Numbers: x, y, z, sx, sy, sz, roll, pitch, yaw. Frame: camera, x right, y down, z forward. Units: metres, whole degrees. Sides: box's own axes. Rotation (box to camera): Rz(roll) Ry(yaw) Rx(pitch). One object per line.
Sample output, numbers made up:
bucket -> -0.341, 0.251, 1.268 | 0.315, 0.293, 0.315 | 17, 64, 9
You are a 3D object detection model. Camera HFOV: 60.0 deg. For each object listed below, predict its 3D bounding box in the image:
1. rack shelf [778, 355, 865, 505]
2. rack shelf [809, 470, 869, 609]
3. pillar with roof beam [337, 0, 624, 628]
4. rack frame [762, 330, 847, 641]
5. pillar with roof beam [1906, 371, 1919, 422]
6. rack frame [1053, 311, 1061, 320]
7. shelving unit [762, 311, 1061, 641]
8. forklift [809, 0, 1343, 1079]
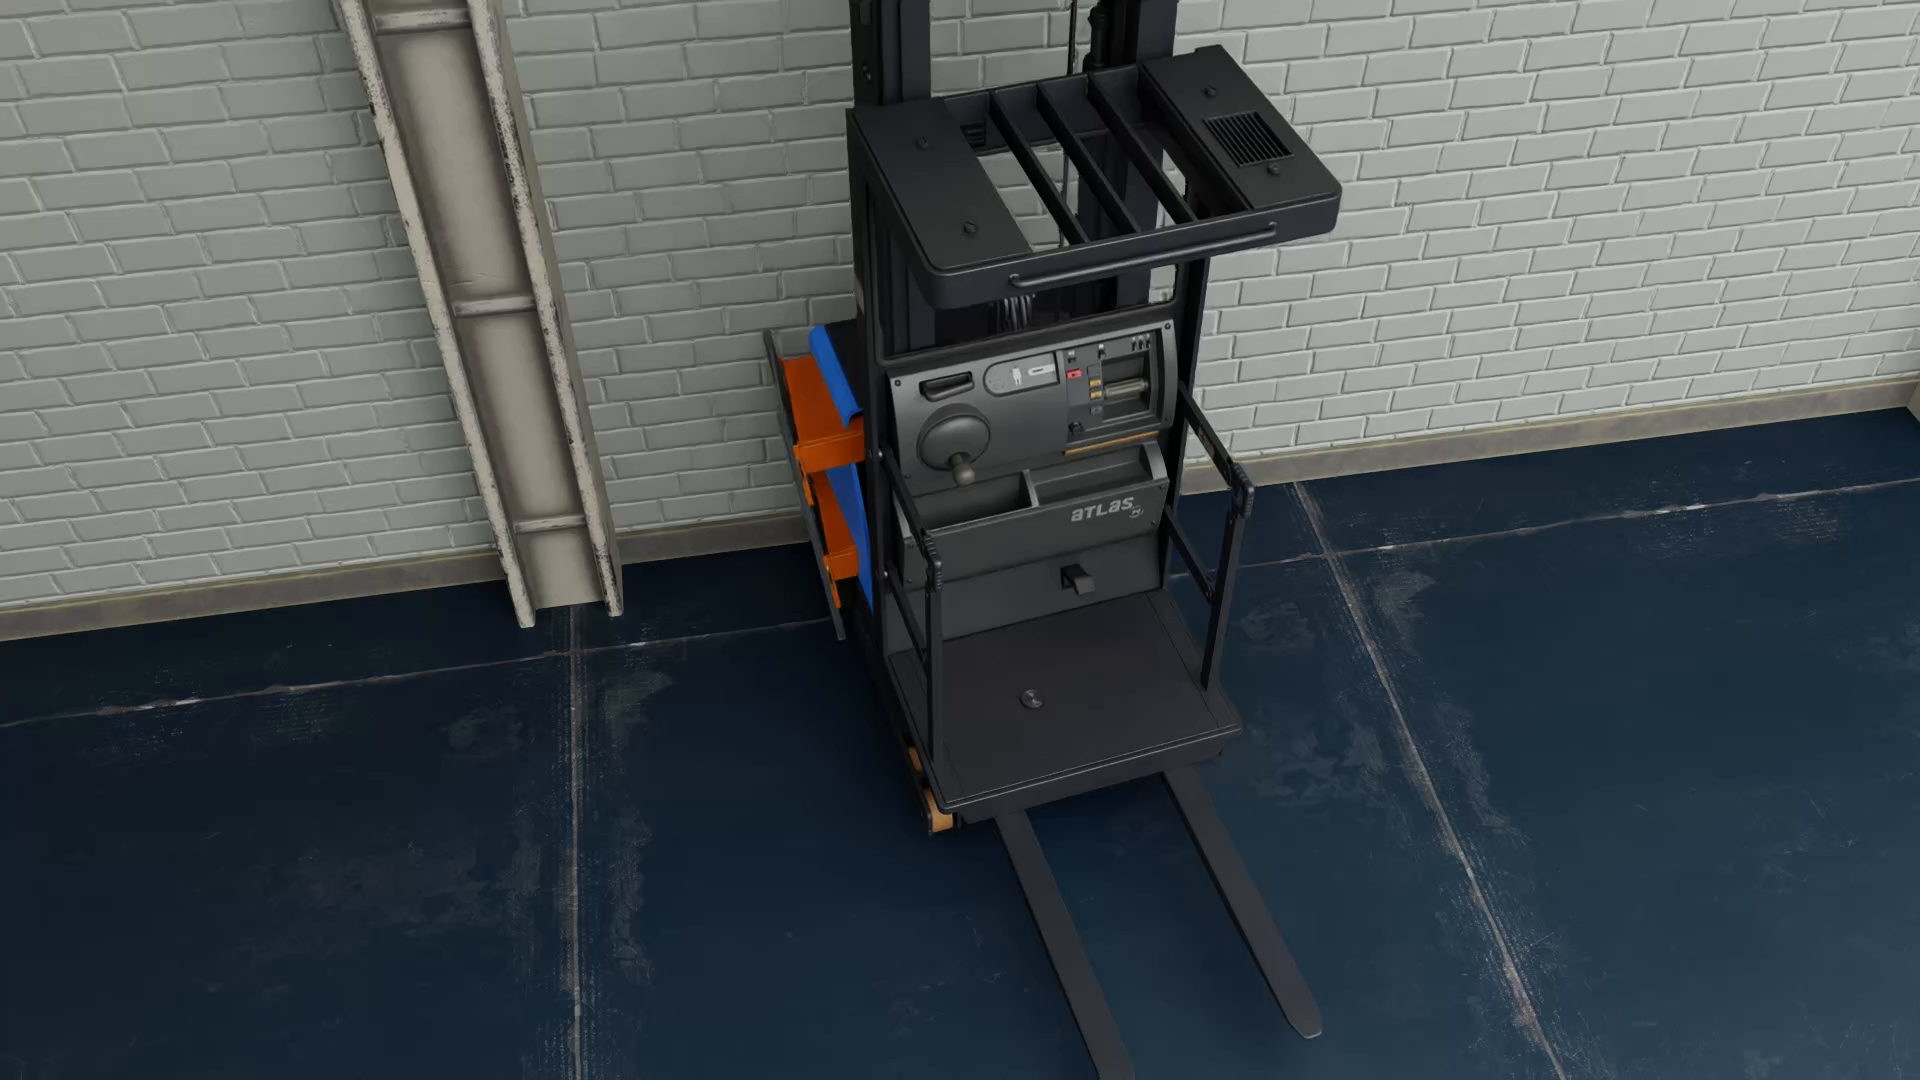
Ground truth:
rack shelf -> -0.114, -0.505, 5.962 | 1.000, 0.278, 0.538 | -13, 44, -3
rack shelf -> -0.043, -0.126, 6.336 | 1.000, 0.278, 0.538 | -13, 44, -3
pillar with roof beam -> -0.798, 0.139, 0.367 | 0.400, 9.000, 9.100 | -7, 46, -7
rack frame -> -0.570, -0.183, 6.142 | 0.032, 1.125, 0.500 | -13, 44, -3
pillar with roof beam -> 5.114, -0.598, 1.077 | 0.400, 9.000, 9.100 | -7, 46, -7
rack frame -> 0.419, -0.414, 6.189 | 0.032, 1.125, 0.500 | -13, 44, -3
shelving unit -> -0.075, -0.298, 6.166 | 1.048, 1.125, 0.538 | -13, 44, -3
forklift -> 0.307, -0.338, 5.040 | 1.130, 2.935, 3.031 | -13, 48, -12
